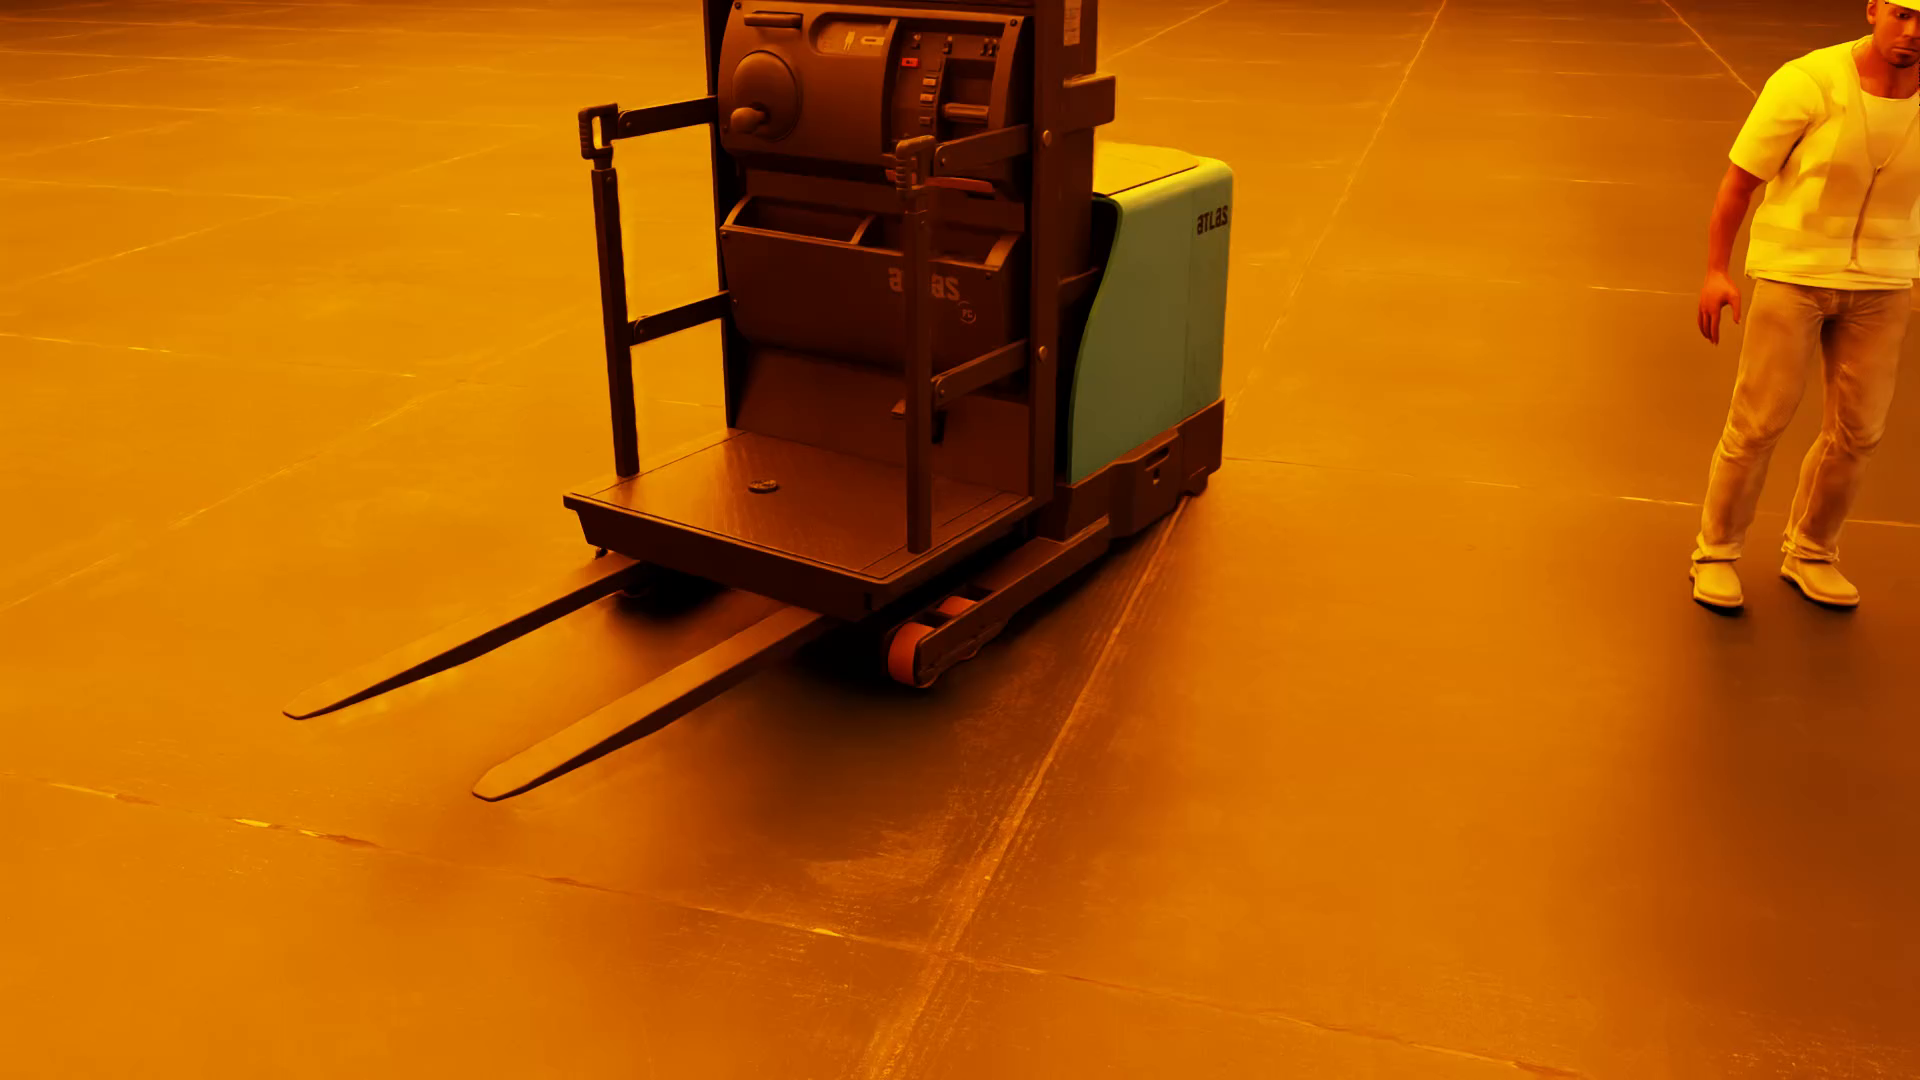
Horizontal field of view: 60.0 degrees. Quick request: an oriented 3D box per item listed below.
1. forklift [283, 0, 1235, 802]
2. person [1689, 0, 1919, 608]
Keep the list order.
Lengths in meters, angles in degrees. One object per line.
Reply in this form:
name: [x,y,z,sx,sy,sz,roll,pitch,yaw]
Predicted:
forklift: [-0.365,-1.185,4.149,1.130,2.935,3.031,14,26,31]
person: [2.336,-0.673,4.449,0.678,1.759,0.448,3,23,6]
